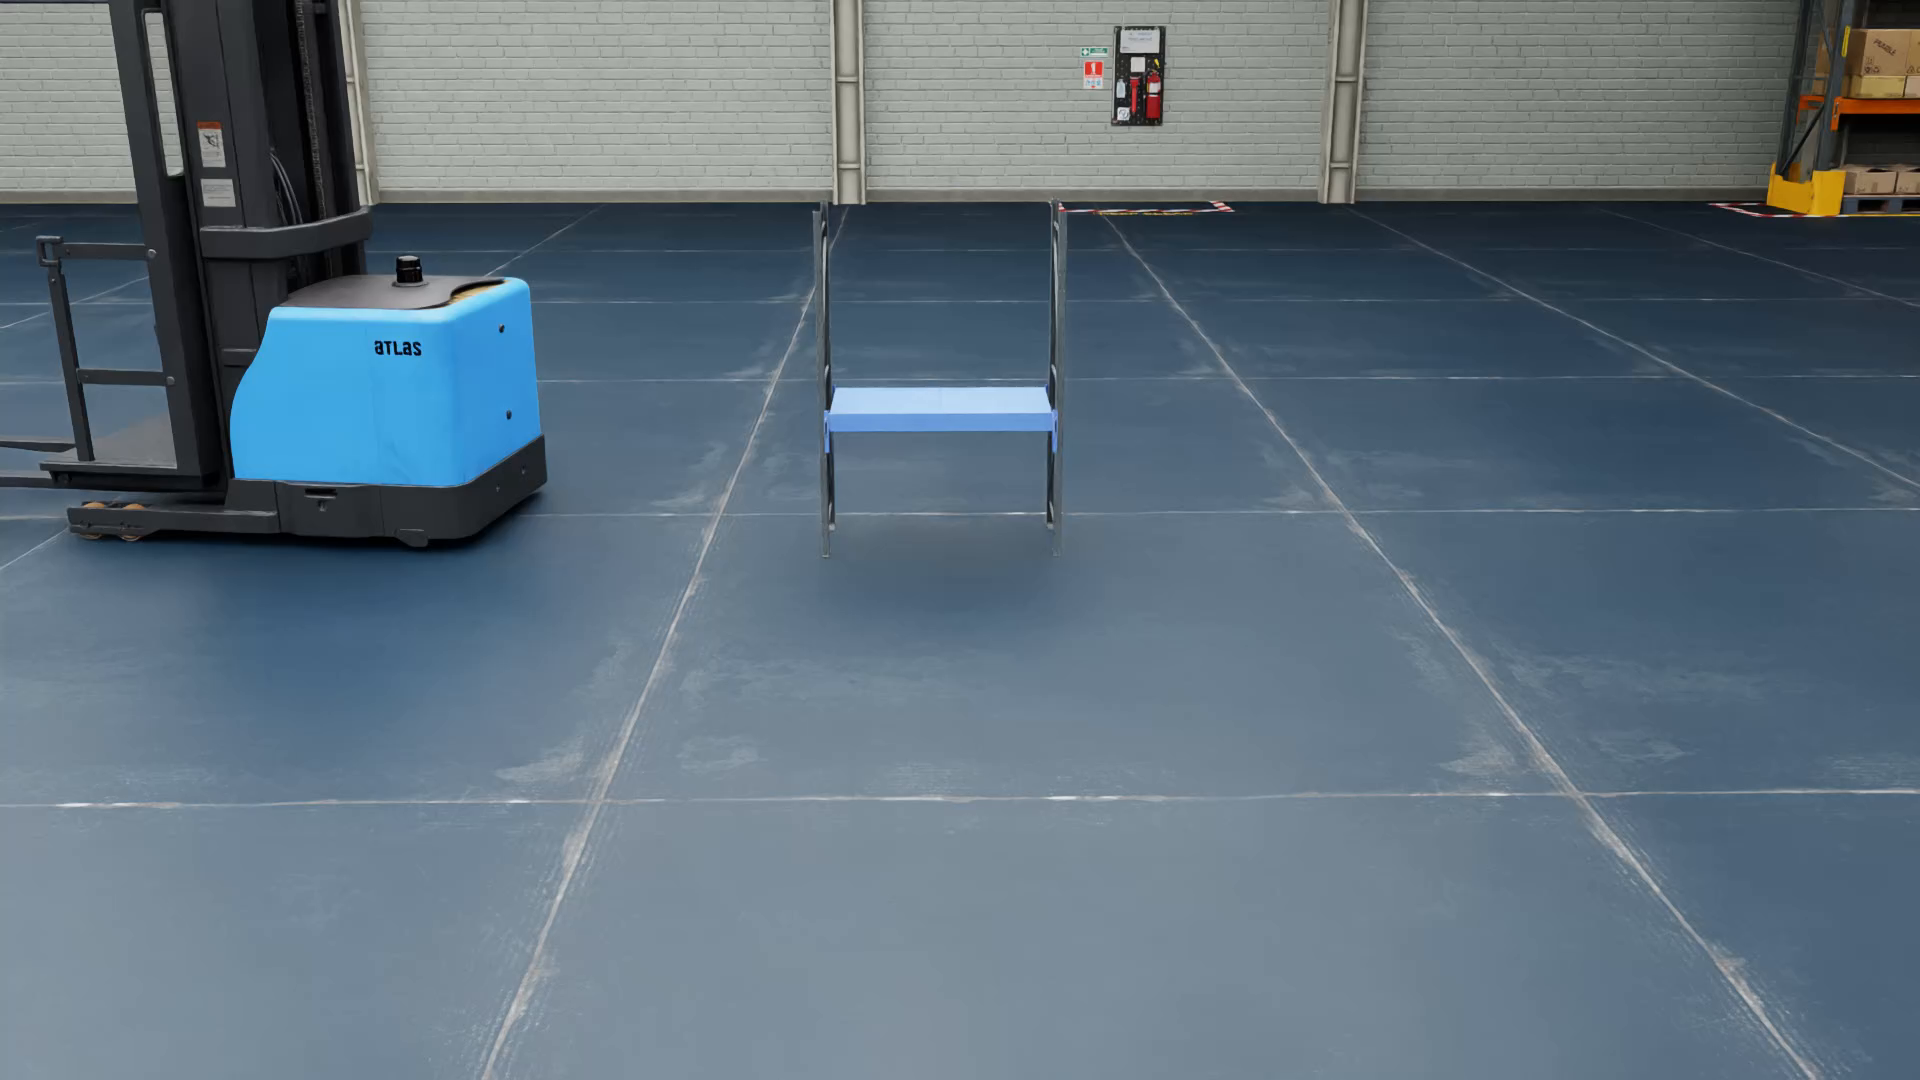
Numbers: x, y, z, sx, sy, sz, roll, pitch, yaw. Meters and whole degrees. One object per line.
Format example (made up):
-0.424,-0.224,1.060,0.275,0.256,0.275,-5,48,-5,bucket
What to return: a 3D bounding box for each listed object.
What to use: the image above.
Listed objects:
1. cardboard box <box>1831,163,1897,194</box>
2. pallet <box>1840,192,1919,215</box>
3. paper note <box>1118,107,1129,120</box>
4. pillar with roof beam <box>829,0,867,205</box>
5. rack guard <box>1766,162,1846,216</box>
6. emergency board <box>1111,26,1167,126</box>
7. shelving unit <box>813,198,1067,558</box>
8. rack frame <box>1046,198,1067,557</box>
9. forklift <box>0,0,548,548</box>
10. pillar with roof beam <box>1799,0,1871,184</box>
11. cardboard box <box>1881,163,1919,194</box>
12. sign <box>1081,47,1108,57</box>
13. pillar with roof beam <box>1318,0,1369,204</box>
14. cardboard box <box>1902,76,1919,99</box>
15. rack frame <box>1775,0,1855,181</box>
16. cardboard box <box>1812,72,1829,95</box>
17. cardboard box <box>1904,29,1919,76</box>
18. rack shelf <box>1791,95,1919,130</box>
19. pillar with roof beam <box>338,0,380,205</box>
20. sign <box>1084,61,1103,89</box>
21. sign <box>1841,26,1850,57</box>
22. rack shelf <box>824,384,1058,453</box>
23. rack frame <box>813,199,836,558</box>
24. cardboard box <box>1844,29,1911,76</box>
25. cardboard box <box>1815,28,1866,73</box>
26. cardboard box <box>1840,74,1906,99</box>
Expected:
10.653,-4.272,19.634,0.500,0.311,0.500,-2,18,-7,cardboard box
10.849,-4.032,19.772,1.213,0.211,1.003,0,18,-1,pallet
1.997,-5.206,20.307,0.142,0.148,0.016,0,18,-1,paper note
-1.284,-7.118,15.005,0.400,9.000,9.100,0,18,-1,pillar with roof beam
10.036,-4.177,19.749,0.348,0.500,1.175,0,18,-1,rack guard
2.175,-5.605,20.109,0.643,1.169,0.194,0,18,-1,emergency board
-0.085,-0.714,7.317,1.048,1.500,0.538,0,18,-1,shelving unit
0.423,-0.716,7.325,0.032,1.500,0.500,0,18,-1,rack frame
-3.597,-1.547,7.571,3.031,2.935,1.130,2,18,7,forklift
10.714,-7.176,15.185,0.400,9.000,9.100,0,18,-1,pillar with roof beam
11.223,-4.274,19.643,0.500,0.311,0.500,1,18,4,cardboard box
1.626,-5.900,20.104,0.331,0.109,0.001,0,18,-1,sign
4.715,-7.147,15.095,0.400,9.000,9.100,0,18,-1,pillar with roof beam
10.972,-5.217,19.113,0.500,0.250,0.500,-1,18,-3,cardboard box
9.960,-5.367,19.366,0.127,3.000,1.000,0,18,-1,rack frame
10.424,-5.366,19.578,0.500,0.250,0.500,0,18,0,cardboard box
10.936,-5.572,18.991,0.500,0.500,0.500,0,18,-1,cardboard box
11.960,-5.034,19.506,4.000,0.370,1.077,0,18,-1,rack shelf
-7.284,-7.089,14.915,0.400,9.000,9.100,0,18,-1,pillar with roof beam
1.621,-5.651,20.194,0.234,0.329,0.001,0,18,-1,sign
9.969,-5.613,18.717,0.005,0.325,0.100,0,18,-1,sign
-0.085,-0.542,7.372,1.000,0.185,0.538,0,18,-1,rack shelf
-0.594,-0.711,7.310,0.032,1.500,0.500,0,18,-1,rack frame
10.442,-5.572,18.993,0.500,0.500,0.500,0,18,-1,cardboard box
10.428,-5.729,19.481,0.500,0.500,0.500,0,18,-1,cardboard box
10.453,-5.210,19.091,0.500,0.250,0.500,-1,18,-2,cardboard box
